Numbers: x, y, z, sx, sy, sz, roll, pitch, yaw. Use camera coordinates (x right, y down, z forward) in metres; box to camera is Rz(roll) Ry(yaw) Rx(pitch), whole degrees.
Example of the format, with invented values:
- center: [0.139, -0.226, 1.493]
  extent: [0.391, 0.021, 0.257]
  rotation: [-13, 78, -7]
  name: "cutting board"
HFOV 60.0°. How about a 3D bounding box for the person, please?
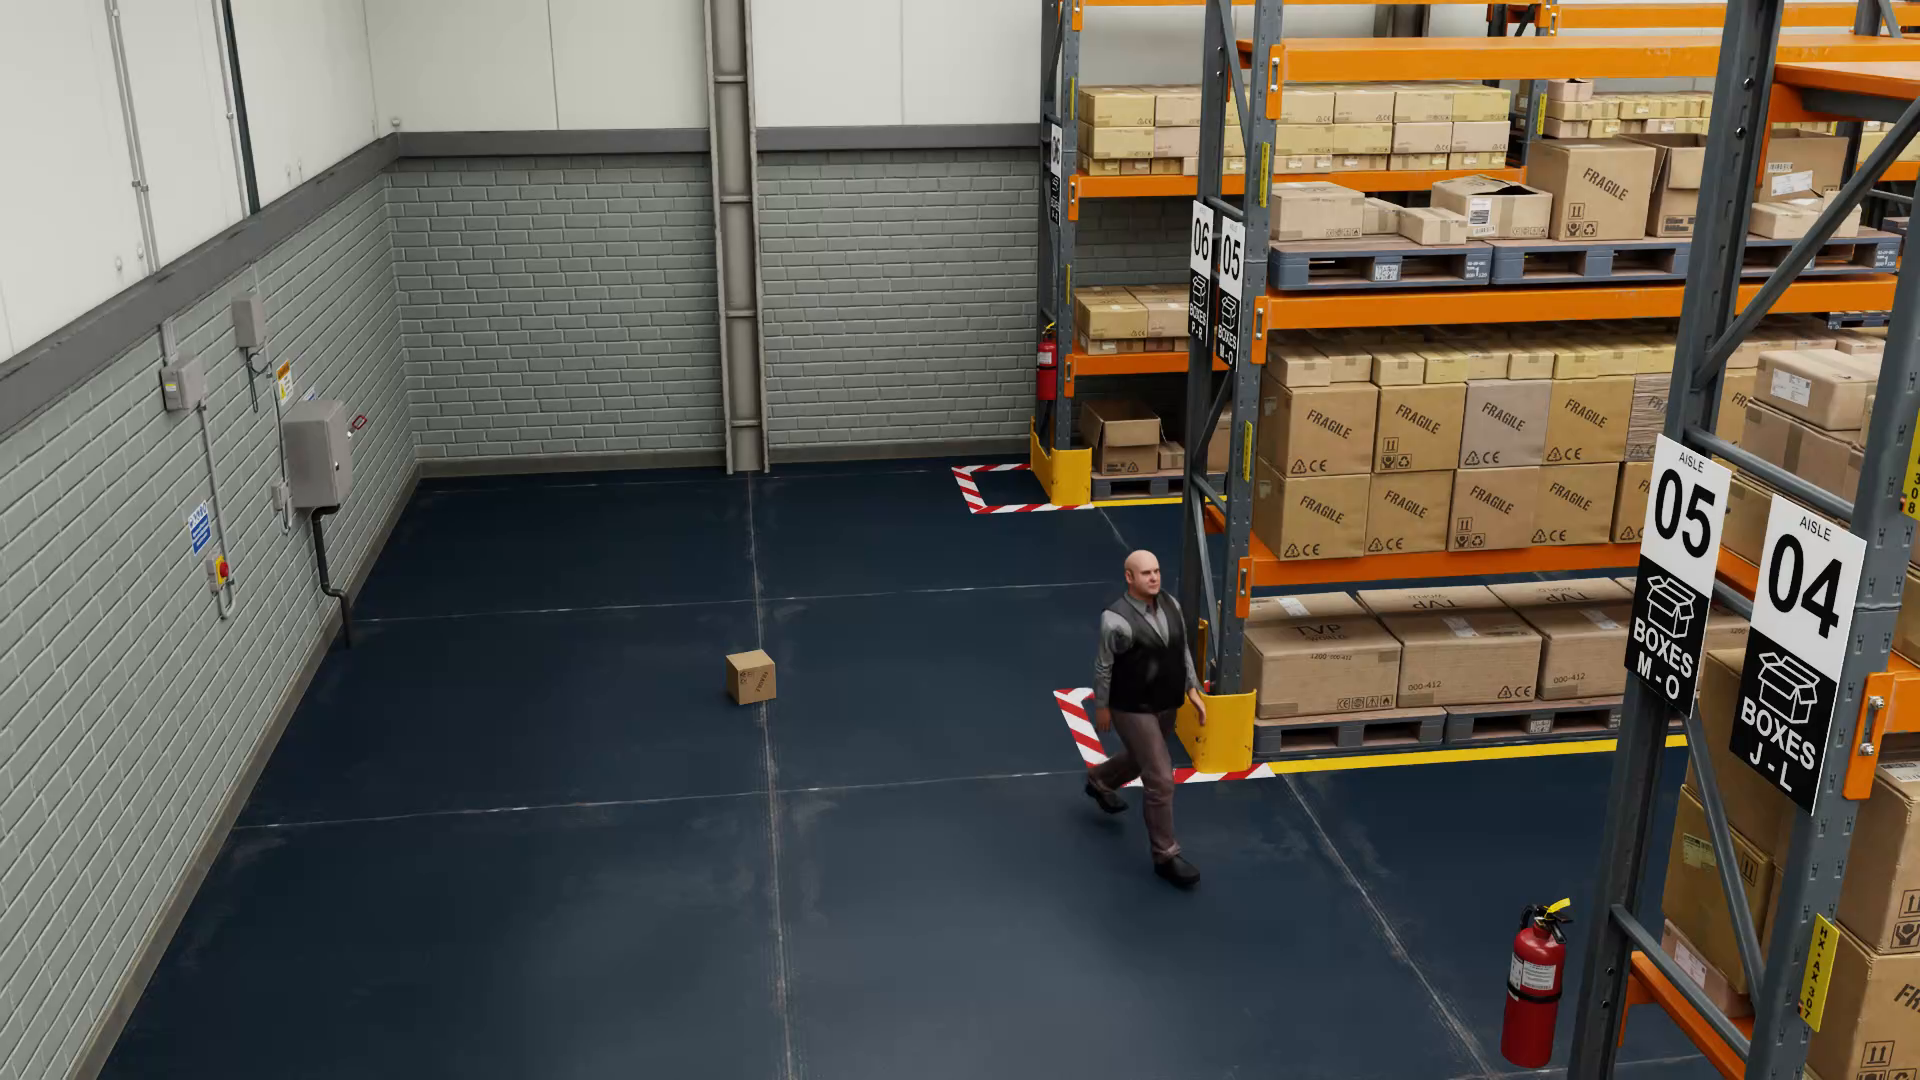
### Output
- center: [0.991, 0.862, 8.728]
  extent: [0.536, 1.679, 0.998]
  rotation: [-16, 26, -38]
  name: "person"
